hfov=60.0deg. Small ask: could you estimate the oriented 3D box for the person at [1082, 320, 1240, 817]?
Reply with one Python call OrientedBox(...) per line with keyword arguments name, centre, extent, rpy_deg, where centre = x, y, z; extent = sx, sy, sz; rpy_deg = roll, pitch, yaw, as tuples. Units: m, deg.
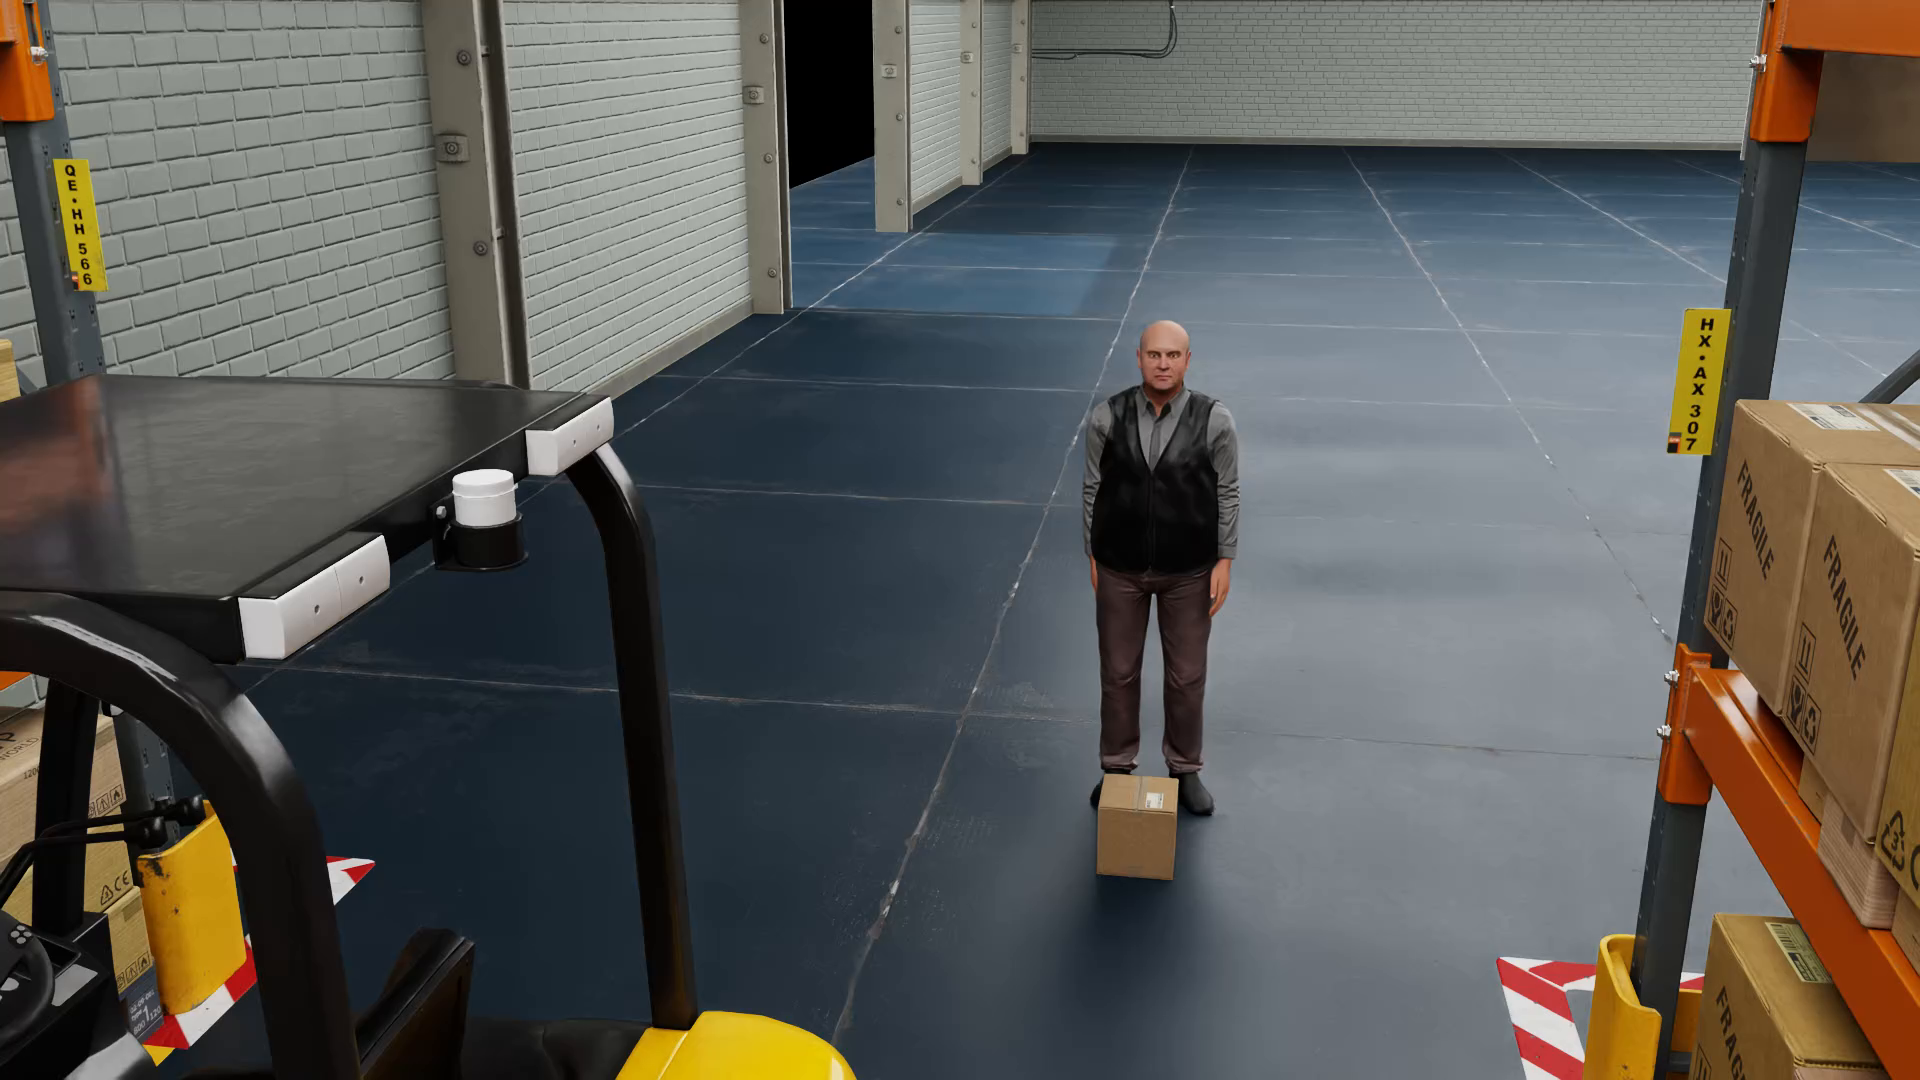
OrientedBox(name="person", centre=(0.682, 0.112, 5.759), extent=(0.539, 1.743, 0.355), rpy_deg=(3, 18, 10))
